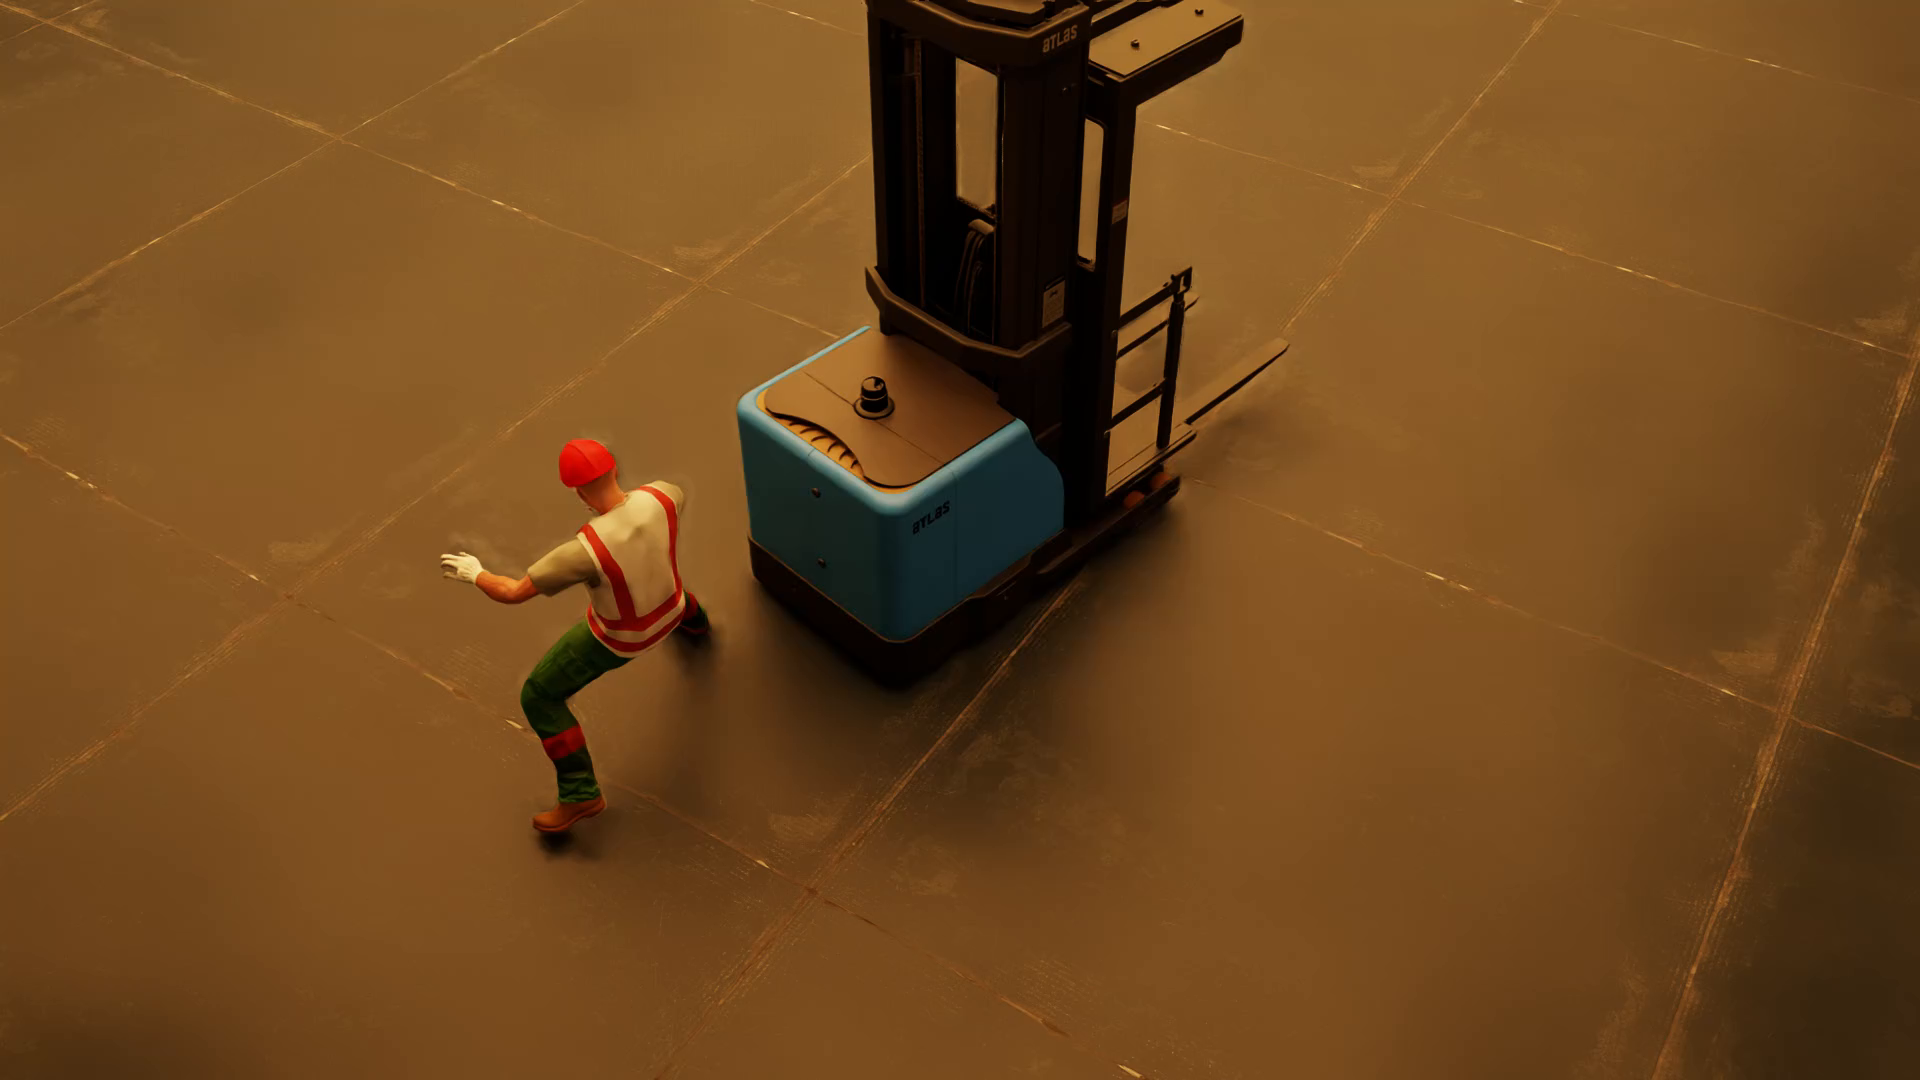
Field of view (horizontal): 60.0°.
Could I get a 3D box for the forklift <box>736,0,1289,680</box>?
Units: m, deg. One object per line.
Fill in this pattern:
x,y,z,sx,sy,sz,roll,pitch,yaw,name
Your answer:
0.429,-1.363,7.286,1.130,2.935,3.031,34,53,31,forklift

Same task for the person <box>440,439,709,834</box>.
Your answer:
-1.457,0.208,6.627,0.755,1.552,1.283,29,50,27,person
